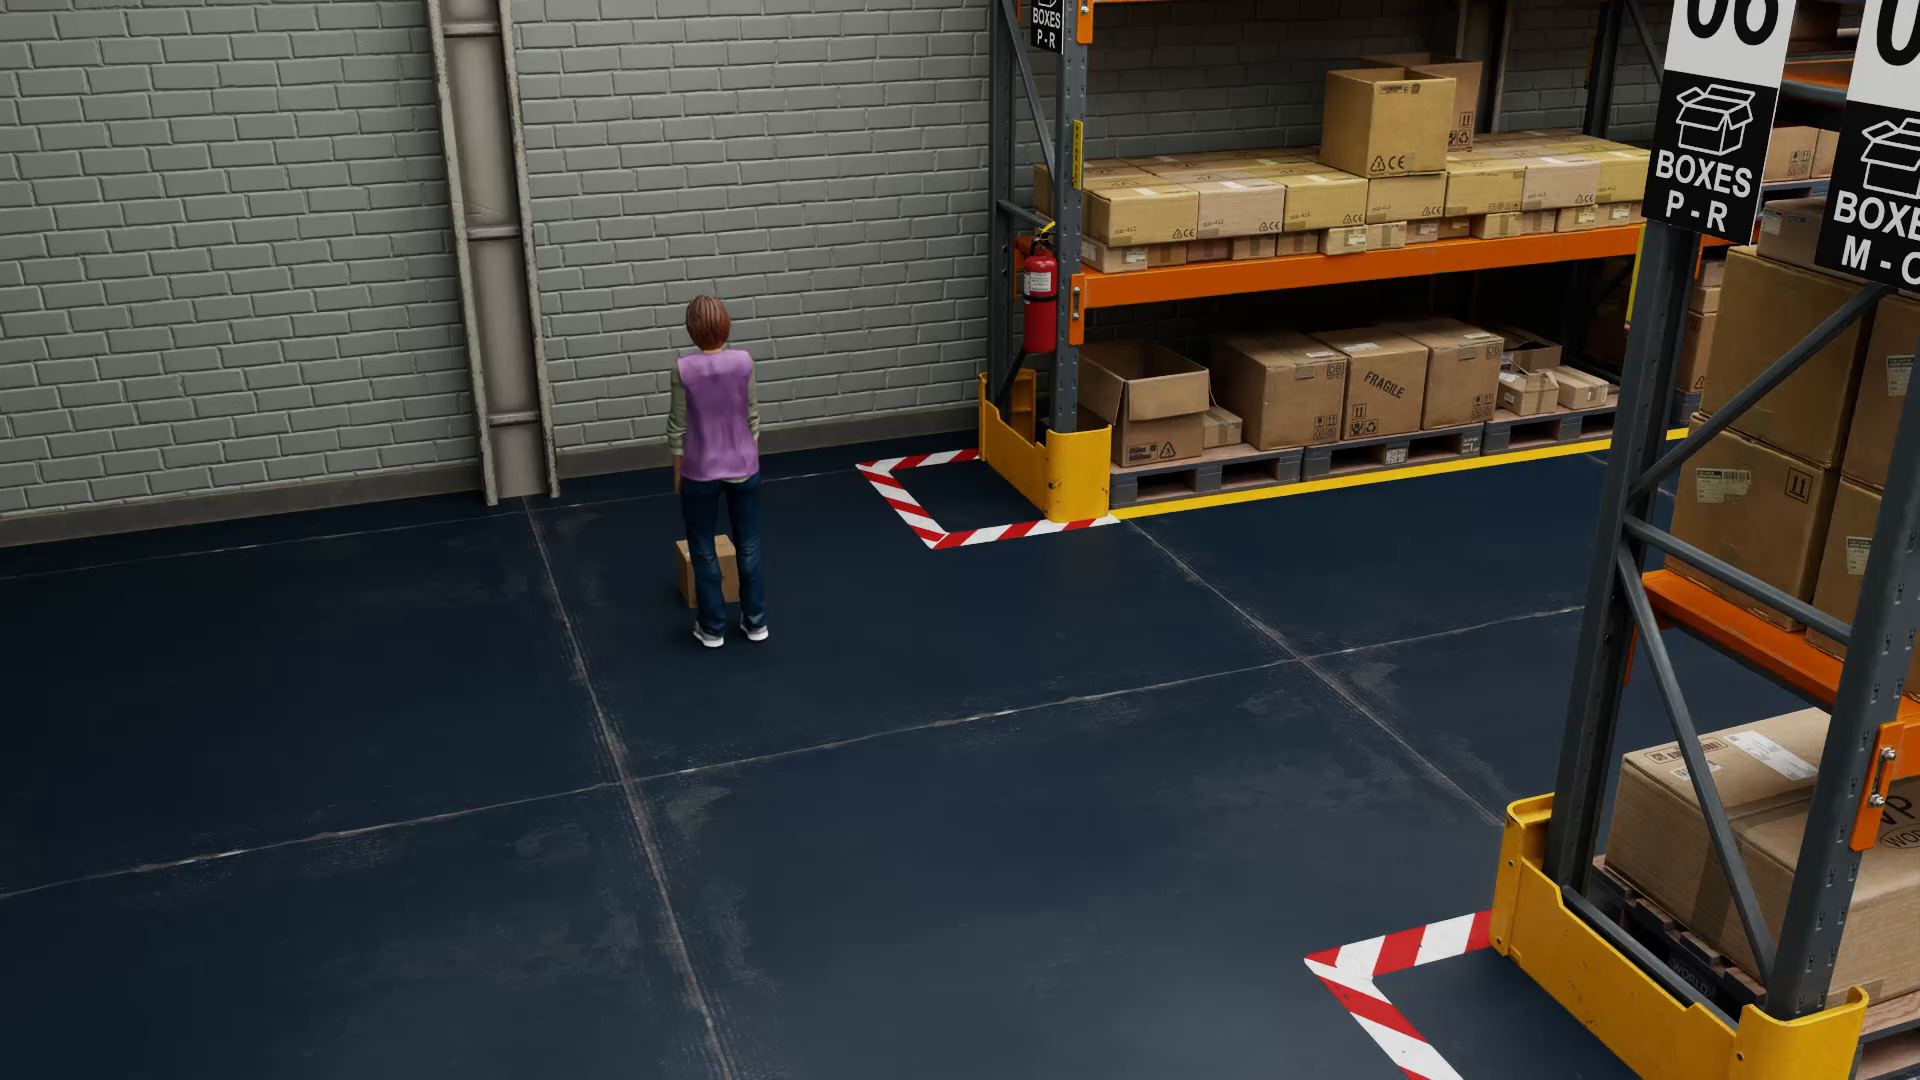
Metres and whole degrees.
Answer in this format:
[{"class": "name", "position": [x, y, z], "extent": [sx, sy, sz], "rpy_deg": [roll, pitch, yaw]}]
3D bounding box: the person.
[{"class": "person", "position": [-1.070, -0.286, 7.297], "extent": [0.407, 1.594, 0.299], "rpy_deg": [-8, 24, -18]}]
